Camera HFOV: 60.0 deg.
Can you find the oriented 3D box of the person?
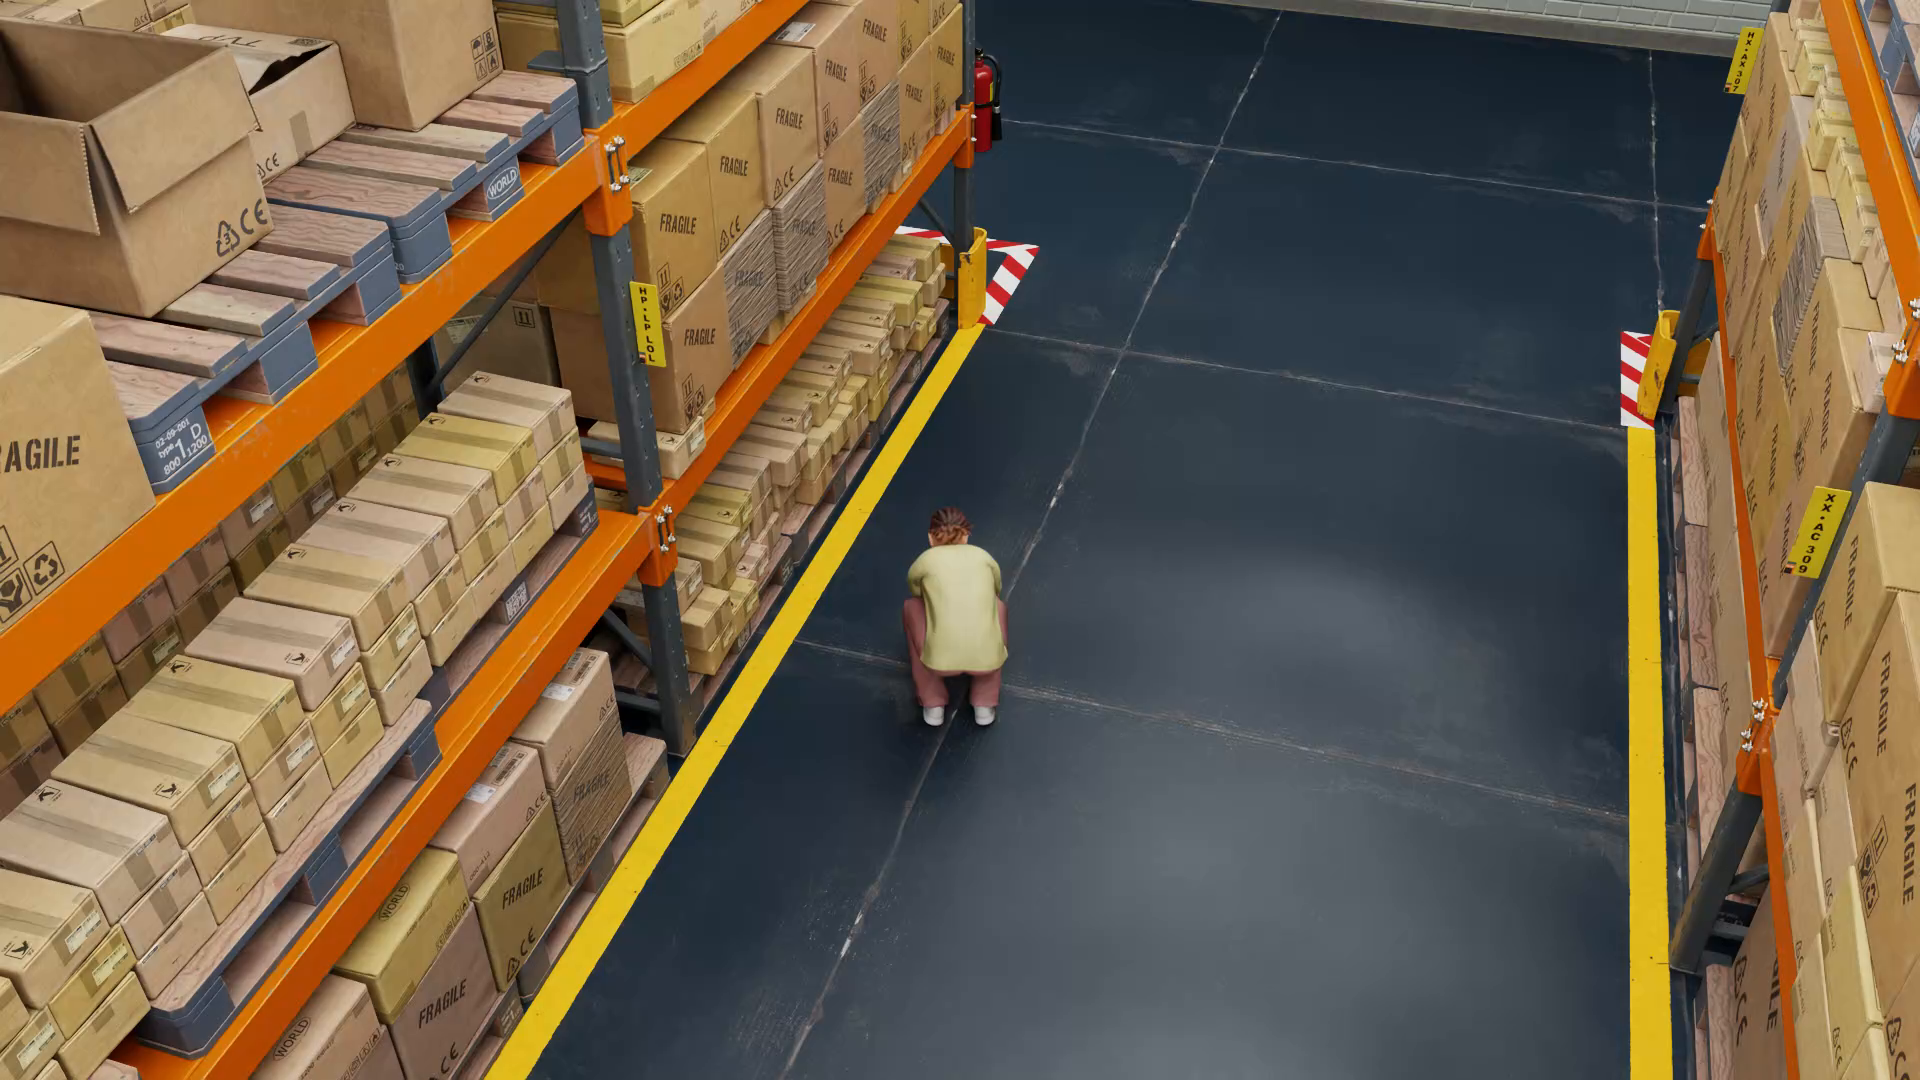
[{"bbox_3d":[-0.020,0.364,7.268,0.467,0.742,0.864,-2,37,-2],"label":"person"}]
